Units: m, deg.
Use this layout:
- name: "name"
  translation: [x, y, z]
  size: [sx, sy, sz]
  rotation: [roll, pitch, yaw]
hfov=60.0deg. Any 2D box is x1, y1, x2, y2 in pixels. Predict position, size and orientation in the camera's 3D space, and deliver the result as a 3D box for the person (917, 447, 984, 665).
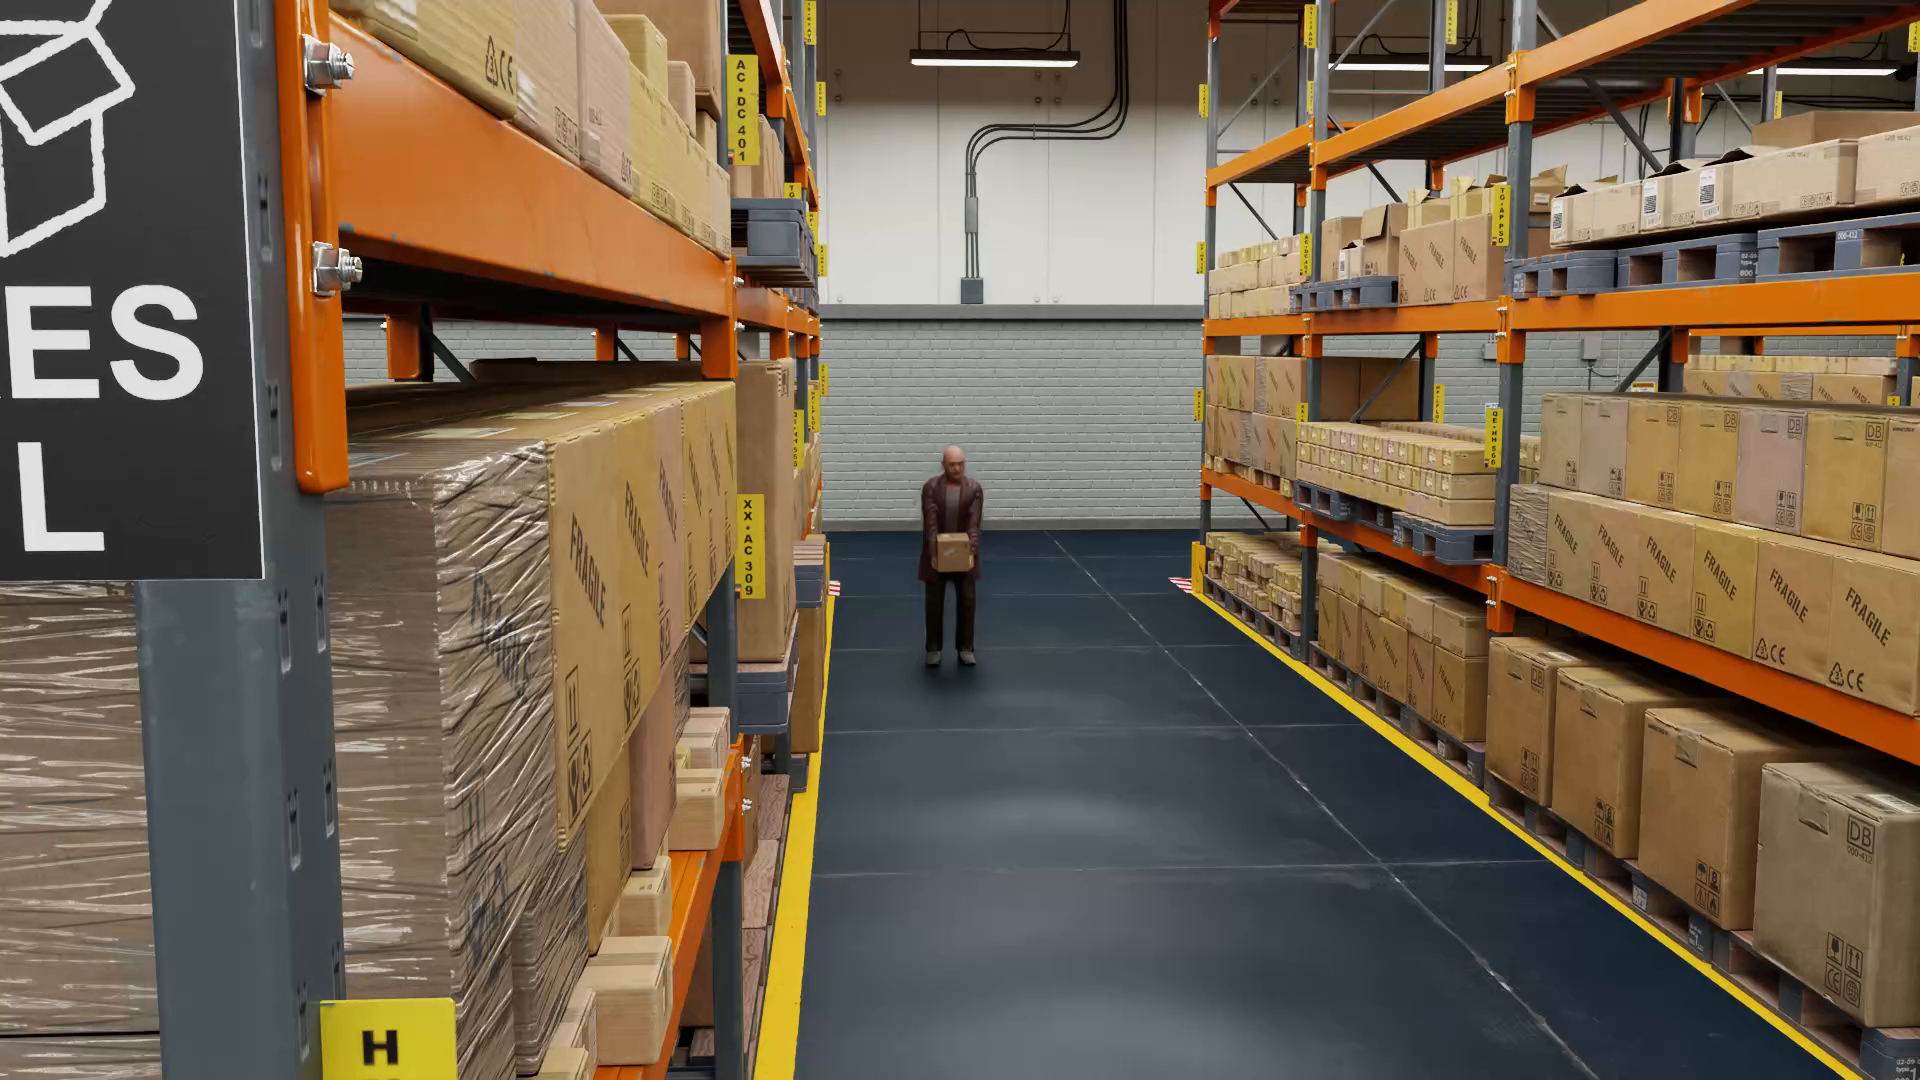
- name: "person"
  translation: [-0.074, 0.131, 13.294]
  size: [0.531, 1.760, 0.591]
  rotation: [-1, 7, -5]
